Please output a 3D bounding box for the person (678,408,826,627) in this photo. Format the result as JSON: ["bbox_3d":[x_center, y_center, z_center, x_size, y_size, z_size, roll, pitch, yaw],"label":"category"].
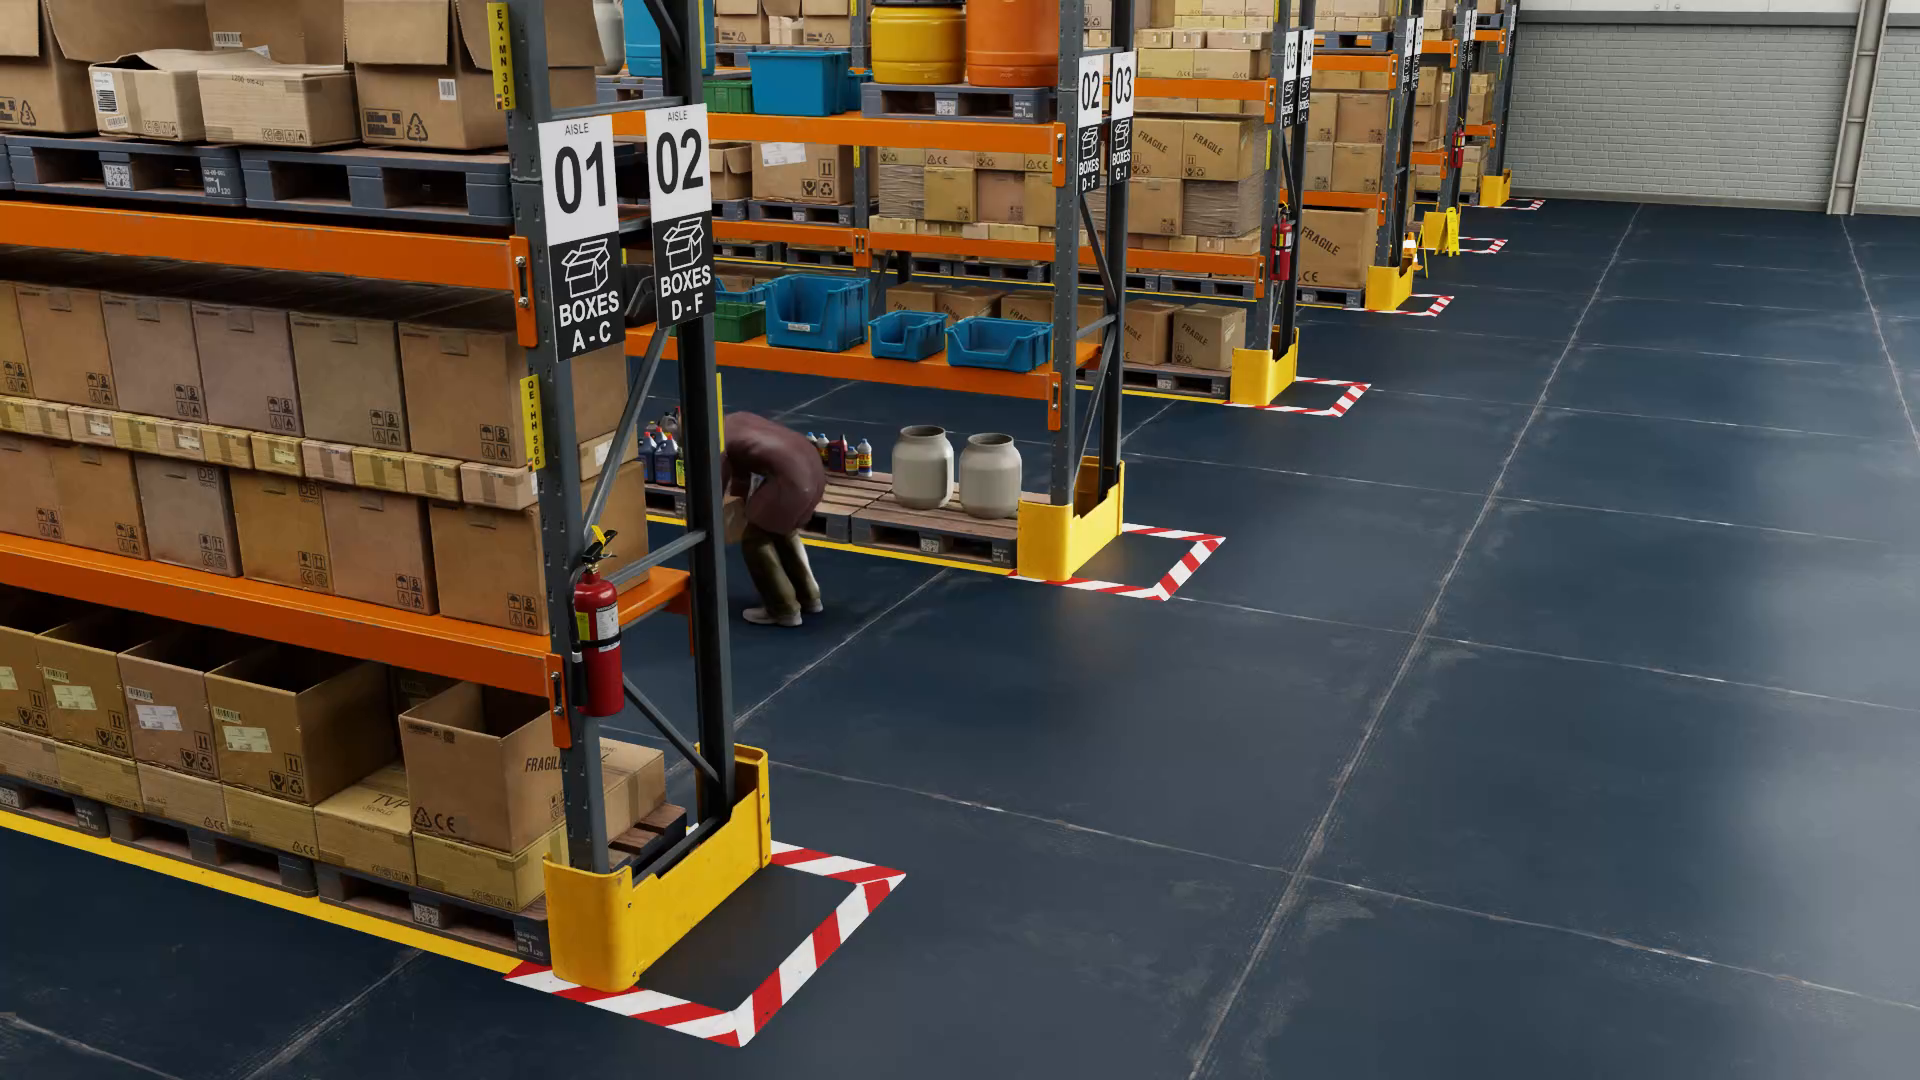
[{"bbox_3d":[-1.231,-0.176,9.874,0.909,1.285,0.571,7,20,21],"label":"person"}]
